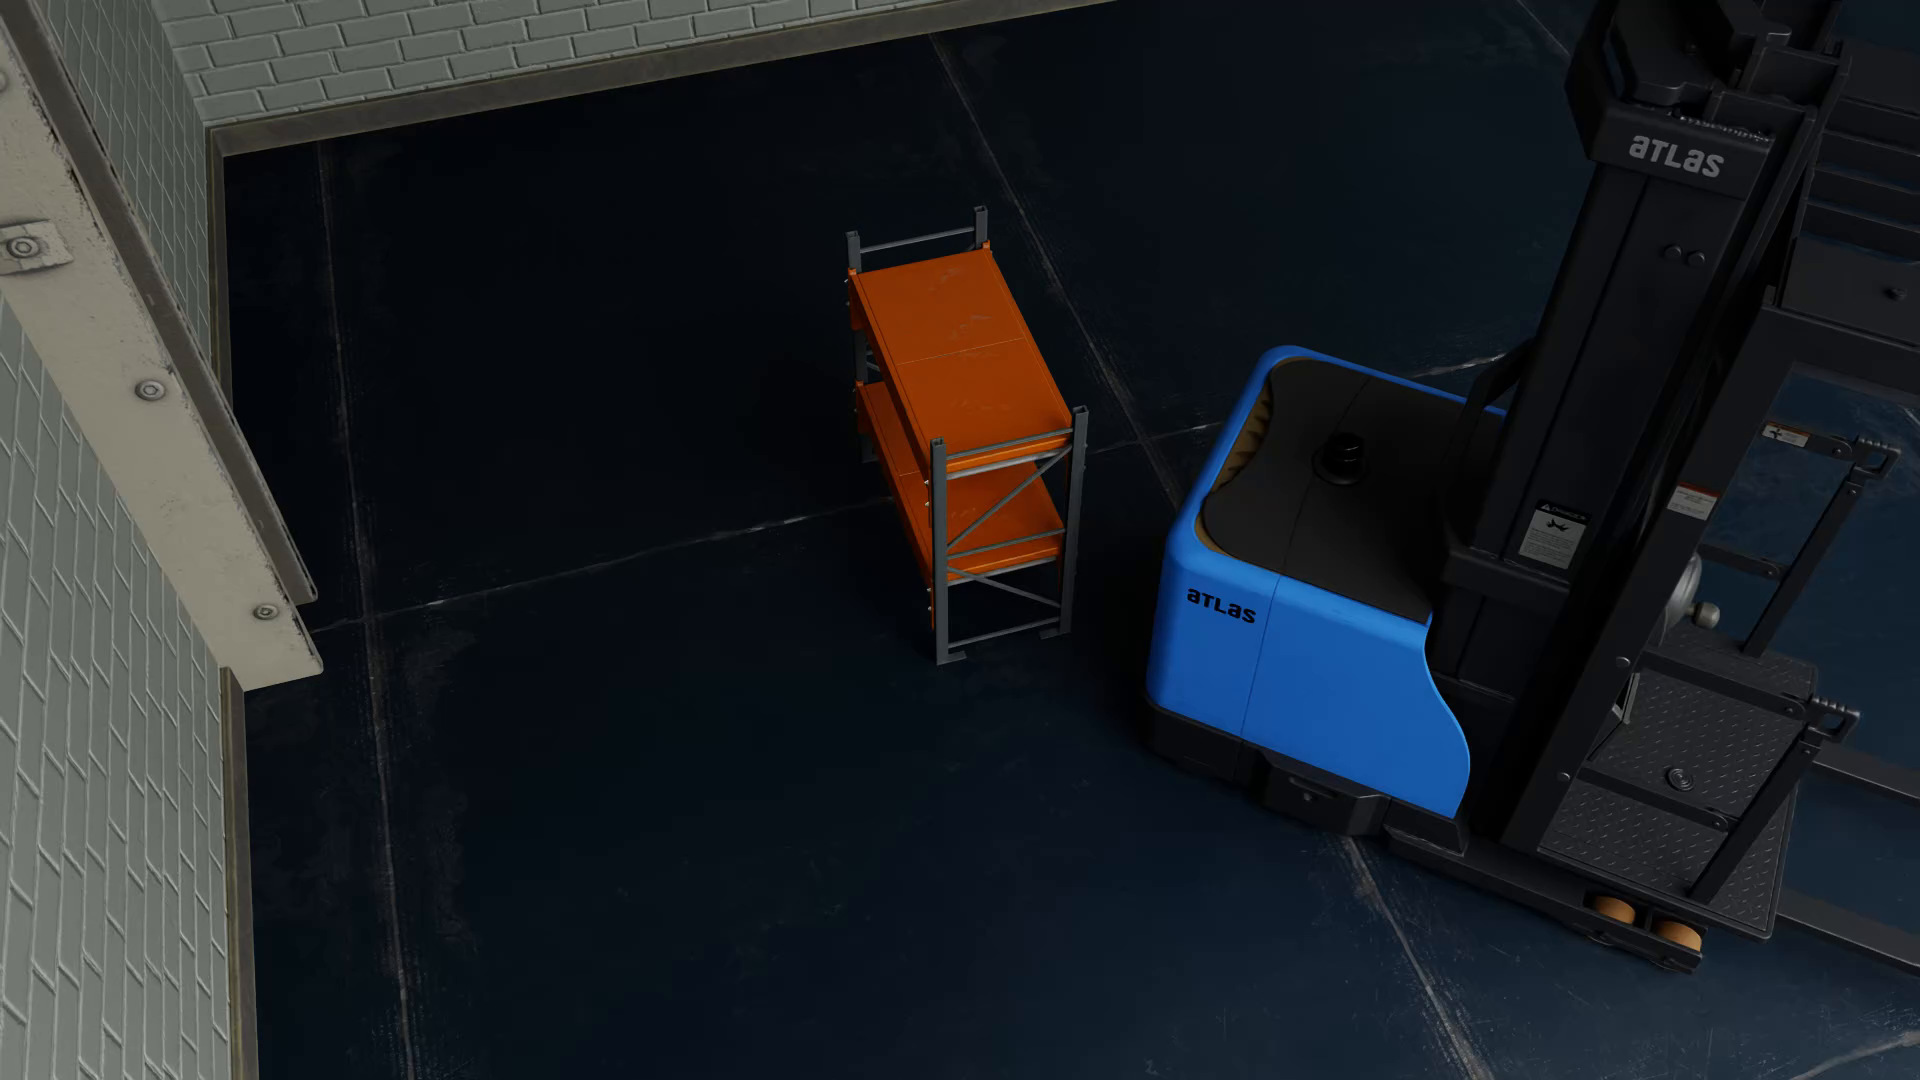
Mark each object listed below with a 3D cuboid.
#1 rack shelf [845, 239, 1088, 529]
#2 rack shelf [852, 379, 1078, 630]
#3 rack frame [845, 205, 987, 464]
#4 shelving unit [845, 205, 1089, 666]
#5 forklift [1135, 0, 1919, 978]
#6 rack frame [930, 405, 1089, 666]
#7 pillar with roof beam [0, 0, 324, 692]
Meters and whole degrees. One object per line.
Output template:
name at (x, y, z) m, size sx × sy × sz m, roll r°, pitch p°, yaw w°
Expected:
rack shelf at (0.002, -0.546, 5.592) m, size 0.538 × 0.278 × 1.000 m, roll -13°, pitch 51°, yaw -11°
rack shelf at (0.002, -0.200, 6.003) m, size 0.538 × 0.278 × 1.000 m, roll -13°, pitch 51°, yaw -11°
rack frame at (-0.148, -0.729, 6.129) m, size 0.500 × 1.125 × 0.032 m, roll -13°, pitch 51°, yaw -11°
shelving unit at (0.002, -0.358, 5.816) m, size 0.538 × 1.125 × 1.048 m, roll -13°, pitch 51°, yaw -11°
forklift at (2.147, -0.088, 4.407) m, size 3.031 × 2.935 × 1.130 m, roll 20°, pitch 53°, yaw 16°
rack frame at (0.152, 0.014, 5.503) m, size 0.500 × 1.125 × 0.032 m, roll -13°, pitch 51°, yaw -11°
pillar with roof beam at (1.665, -3.517, 3.329) m, size 9.100 × 9.000 × 0.400 m, roll -13°, pitch 51°, yaw -11°
